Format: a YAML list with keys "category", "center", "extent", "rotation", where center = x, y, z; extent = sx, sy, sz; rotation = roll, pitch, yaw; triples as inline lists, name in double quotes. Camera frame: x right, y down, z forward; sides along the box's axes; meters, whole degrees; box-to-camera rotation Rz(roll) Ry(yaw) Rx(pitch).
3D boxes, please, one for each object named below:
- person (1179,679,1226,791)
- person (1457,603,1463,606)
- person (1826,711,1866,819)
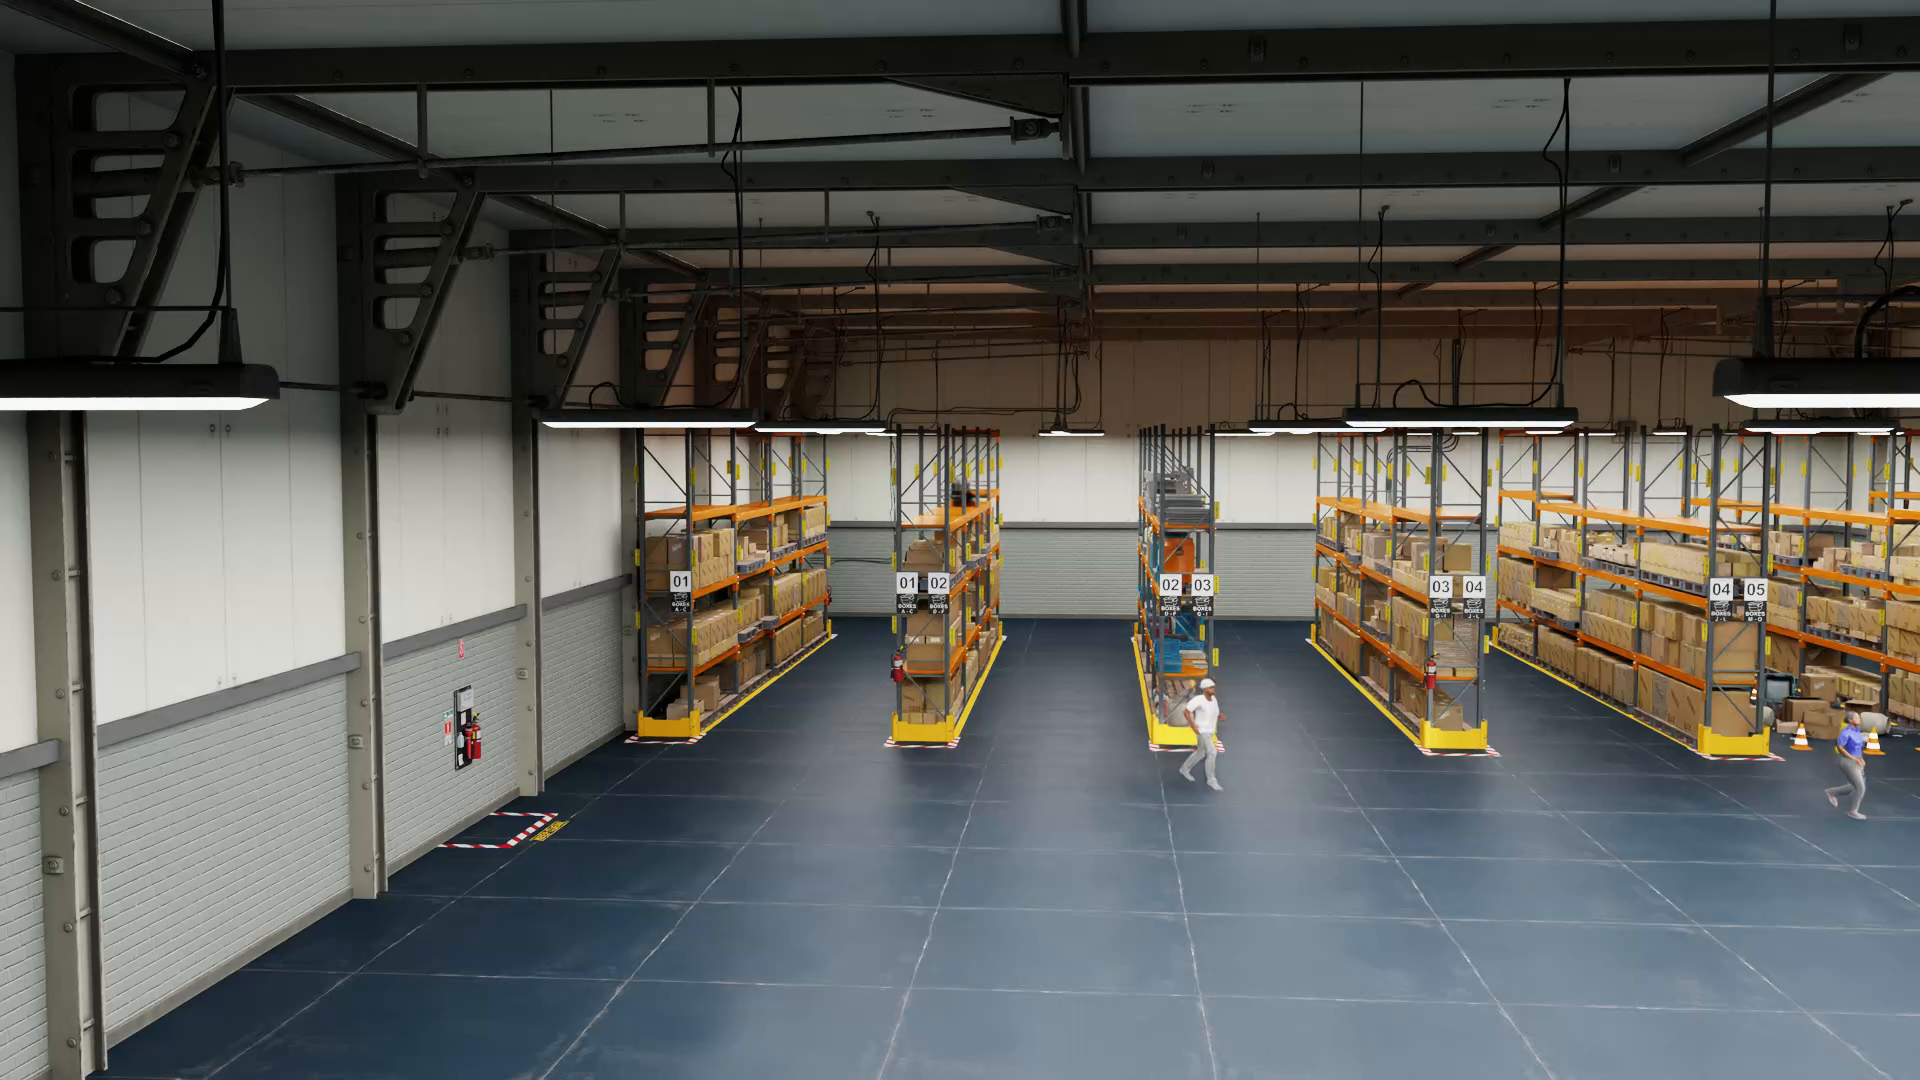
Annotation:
- category: "person"
  center: [3.993, 3.165, 27.352]
  extent: [0.854, 1.801, 0.691]
  rotation: [2, 4, 33]
- category: "person"
  center: [13.393, 2.223, 43.978]
  extent: [0.582, 1.732, 0.764]
  rotation: [1, 4, 10]
- category: "person"
  center: [13.438, 3.383, 25.169]
  extent: [0.597, 1.614, 0.564]
  rotation: [-3, 5, -45]
